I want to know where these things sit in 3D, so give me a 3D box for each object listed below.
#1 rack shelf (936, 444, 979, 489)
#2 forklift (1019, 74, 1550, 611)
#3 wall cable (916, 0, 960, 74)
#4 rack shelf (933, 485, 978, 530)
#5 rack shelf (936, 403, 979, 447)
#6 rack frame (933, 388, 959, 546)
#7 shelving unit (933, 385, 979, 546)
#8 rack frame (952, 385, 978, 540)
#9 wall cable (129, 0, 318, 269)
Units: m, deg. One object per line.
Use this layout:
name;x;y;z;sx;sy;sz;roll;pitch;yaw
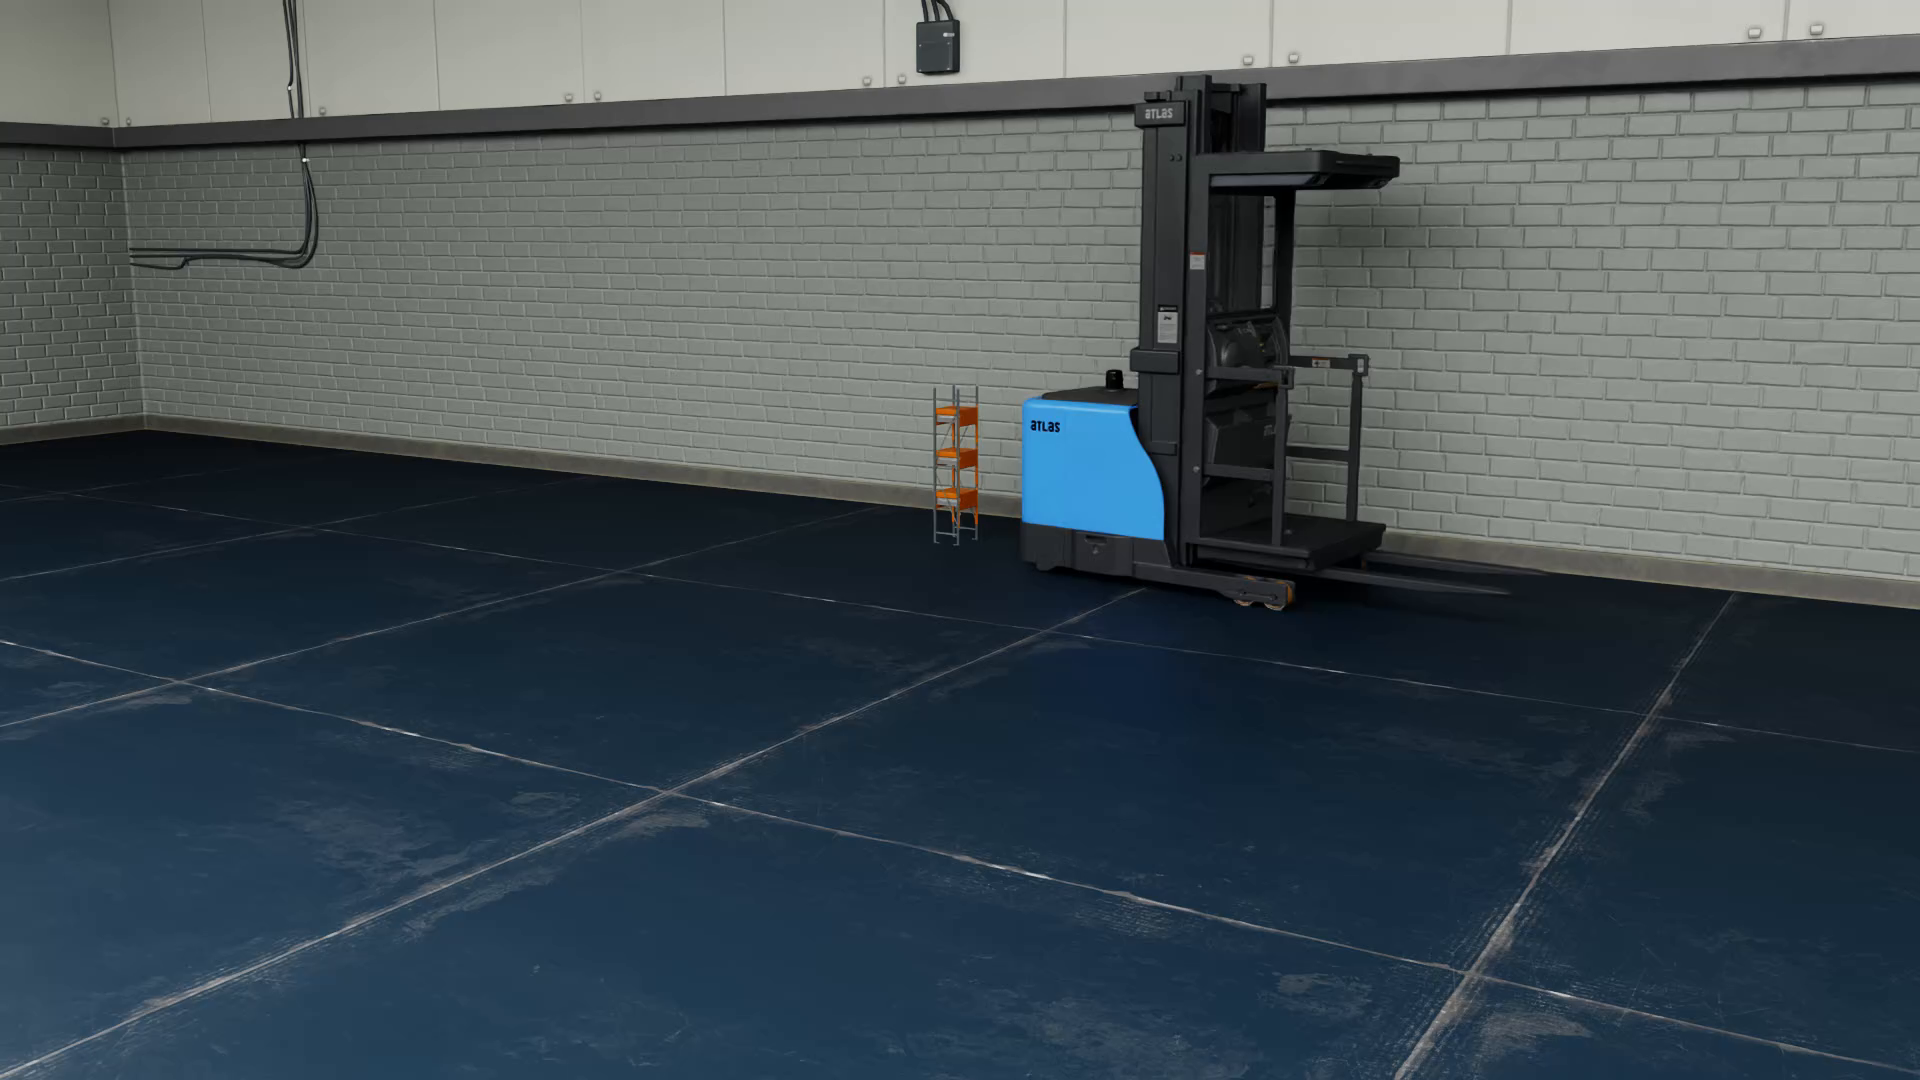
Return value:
rack shelf;-0.028;-0.497;11.229;0.215;0.259;0.240;6;12;31
forklift;1.849;-1.158;9.587;3.031;2.935;1.130;8;13;36
wall cable;0.688;-6.218;10.886;2.305;6.003;0.169;6;12;31
rack shelf;-0.028;-0.224;11.280;0.215;0.259;0.240;6;12;31
rack shelf;-0.028;-0.776;11.177;0.215;0.259;0.240;6;12;31
rack frame;-0.091;-0.488;11.125;0.200;1.050;0.008;6;12;31
shelving unit;-0.028;-0.508;11.227;0.215;1.050;0.252;6;12;31
rack frame;0.036;-0.527;11.330;0.200;1.050;0.008;6;12;31
wall cable;-7.417;-3.930;16.343;3.097;2.526;0.112;6;12;31
